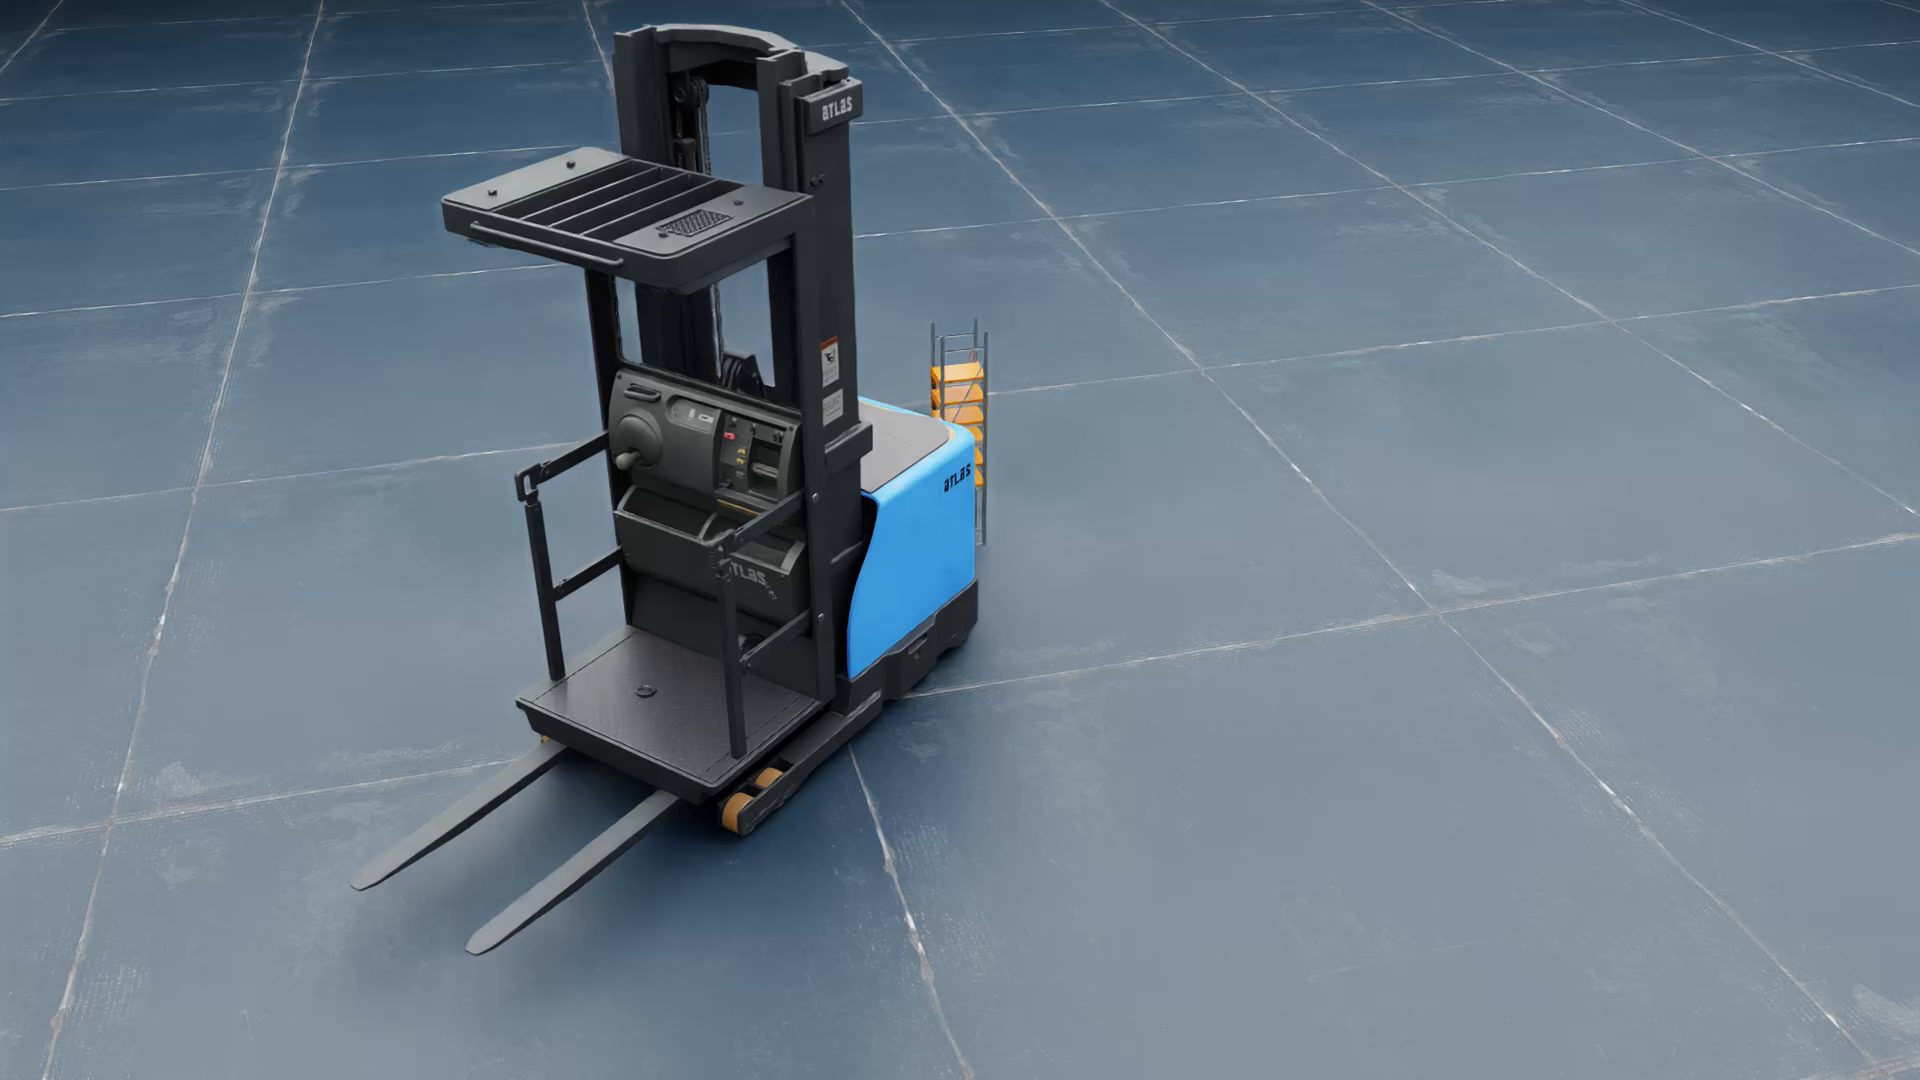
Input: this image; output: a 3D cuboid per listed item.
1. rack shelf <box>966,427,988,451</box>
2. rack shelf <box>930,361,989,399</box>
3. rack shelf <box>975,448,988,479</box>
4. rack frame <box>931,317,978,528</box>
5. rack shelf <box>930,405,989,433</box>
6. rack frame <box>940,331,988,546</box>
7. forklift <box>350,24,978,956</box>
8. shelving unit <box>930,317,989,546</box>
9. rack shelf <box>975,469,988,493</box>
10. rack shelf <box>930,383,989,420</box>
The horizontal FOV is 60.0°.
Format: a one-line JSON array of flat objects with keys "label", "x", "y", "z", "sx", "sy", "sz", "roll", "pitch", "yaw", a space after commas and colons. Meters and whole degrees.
[{"label": "rack shelf", "x": -0.004, "y": -0.488, "z": 8.484, "sx": 0.258, "sy": 0.103, "sz": 0.180, "roll": -8, "pitch": 31, "yaw": -13}, {"label": "rack shelf", "x": -0.004, "y": -0.799, "z": 8.303, "sx": 0.258, "sy": 0.103, "sz": 0.180, "roll": -8, "pitch": 31, "yaw": -13}, {"label": "rack shelf", "x": -0.004, "y": -0.384, "z": 8.544, "sx": 0.258, "sy": 0.103, "sz": 0.180, "roll": -8, "pitch": 31, "yaw": -13}, {"label": "rack frame", "x": -0.028, "y": -0.570, "z": 8.538, "sx": 0.240, "sy": 1.200, "sz": 0.006, "roll": -8, "pitch": 31, "yaw": -13}, {"label": "rack shelf", "x": -0.004, "y": -0.592, "z": 8.424, "sx": 0.258, "sy": 0.103, "sz": 0.180, "roll": -8, "pitch": 31, "yaw": -13}, {"label": "rack frame", "x": 0.020, "y": -0.482, "z": 8.385, "sx": 0.240, "sy": 1.200, "sz": 0.006, "roll": -8, "pitch": 31, "yaw": -13}, {"label": "forklift", "x": -1.141, "y": -0.352, "z": 6.433, "sx": 1.130, "sy": 2.935, "sz": 3.031, "roll": 18, "pitch": 35, "yaw": 28}, {"label": "shelving unit", "x": -0.004, "y": -0.526, "z": 8.462, "sx": 0.258, "sy": 1.200, "sz": 0.189, "roll": -8, "pitch": 31, "yaw": -13}, {"label": "rack shelf", "x": -0.004, "y": -0.280, "z": 8.604, "sx": 0.258, "sy": 0.103, "sz": 0.180, "roll": -8, "pitch": 31, "yaw": -13}, {"label": "rack shelf", "x": -0.004, "y": -0.696, "z": 8.364, "sx": 0.258, "sy": 0.103, "sz": 0.180, "roll": -8, "pitch": 31, "yaw": -13}]
